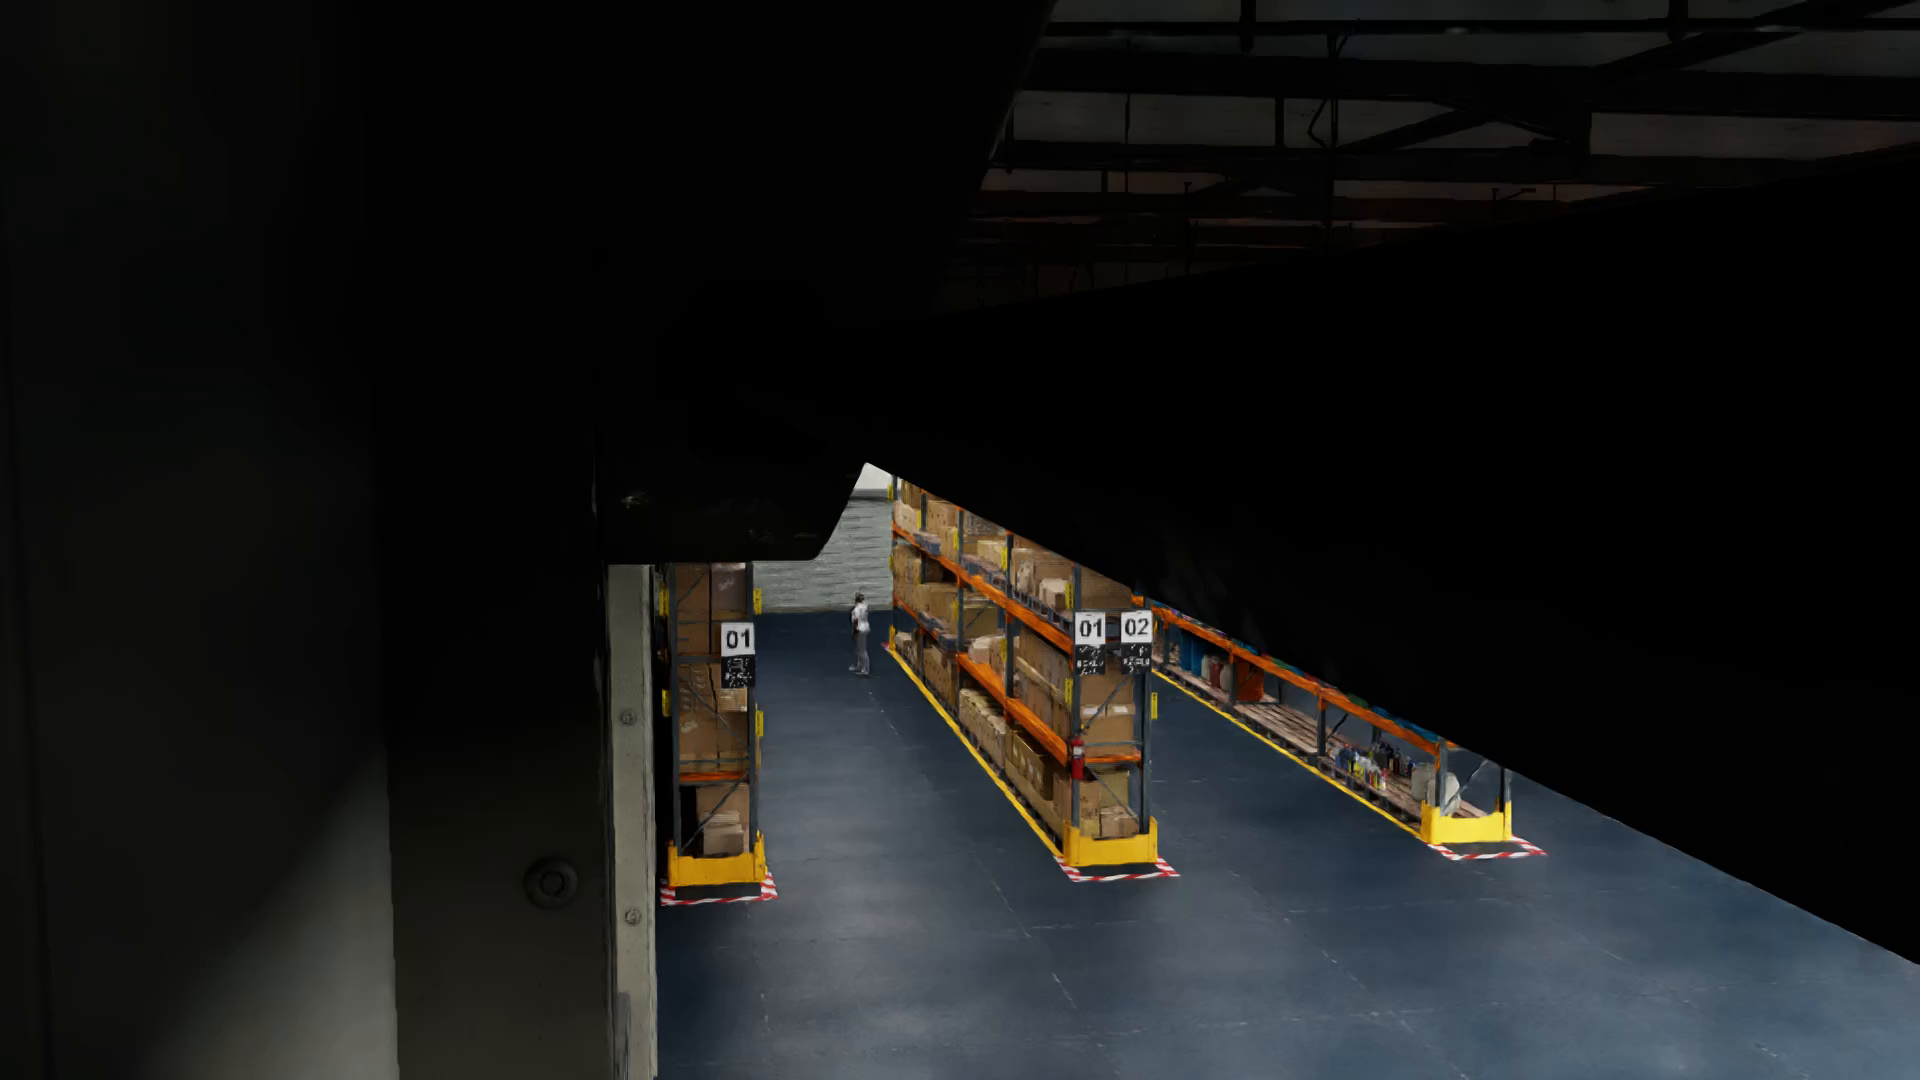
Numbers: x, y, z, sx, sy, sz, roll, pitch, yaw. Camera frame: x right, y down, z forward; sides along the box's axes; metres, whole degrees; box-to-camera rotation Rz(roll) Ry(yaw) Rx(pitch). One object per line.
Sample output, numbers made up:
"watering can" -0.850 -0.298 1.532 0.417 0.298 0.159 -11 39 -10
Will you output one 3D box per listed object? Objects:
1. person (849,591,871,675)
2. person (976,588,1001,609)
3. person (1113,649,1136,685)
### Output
"person" -2.037 1.860 33.595 0.536 1.665 0.567 2 7 21
"person" 0.650 1.344 37.987 0.555 1.672 0.955 -1 6 -11
"person" 3.249 1.943 32.659 0.703 1.722 0.835 -1 6 -5
